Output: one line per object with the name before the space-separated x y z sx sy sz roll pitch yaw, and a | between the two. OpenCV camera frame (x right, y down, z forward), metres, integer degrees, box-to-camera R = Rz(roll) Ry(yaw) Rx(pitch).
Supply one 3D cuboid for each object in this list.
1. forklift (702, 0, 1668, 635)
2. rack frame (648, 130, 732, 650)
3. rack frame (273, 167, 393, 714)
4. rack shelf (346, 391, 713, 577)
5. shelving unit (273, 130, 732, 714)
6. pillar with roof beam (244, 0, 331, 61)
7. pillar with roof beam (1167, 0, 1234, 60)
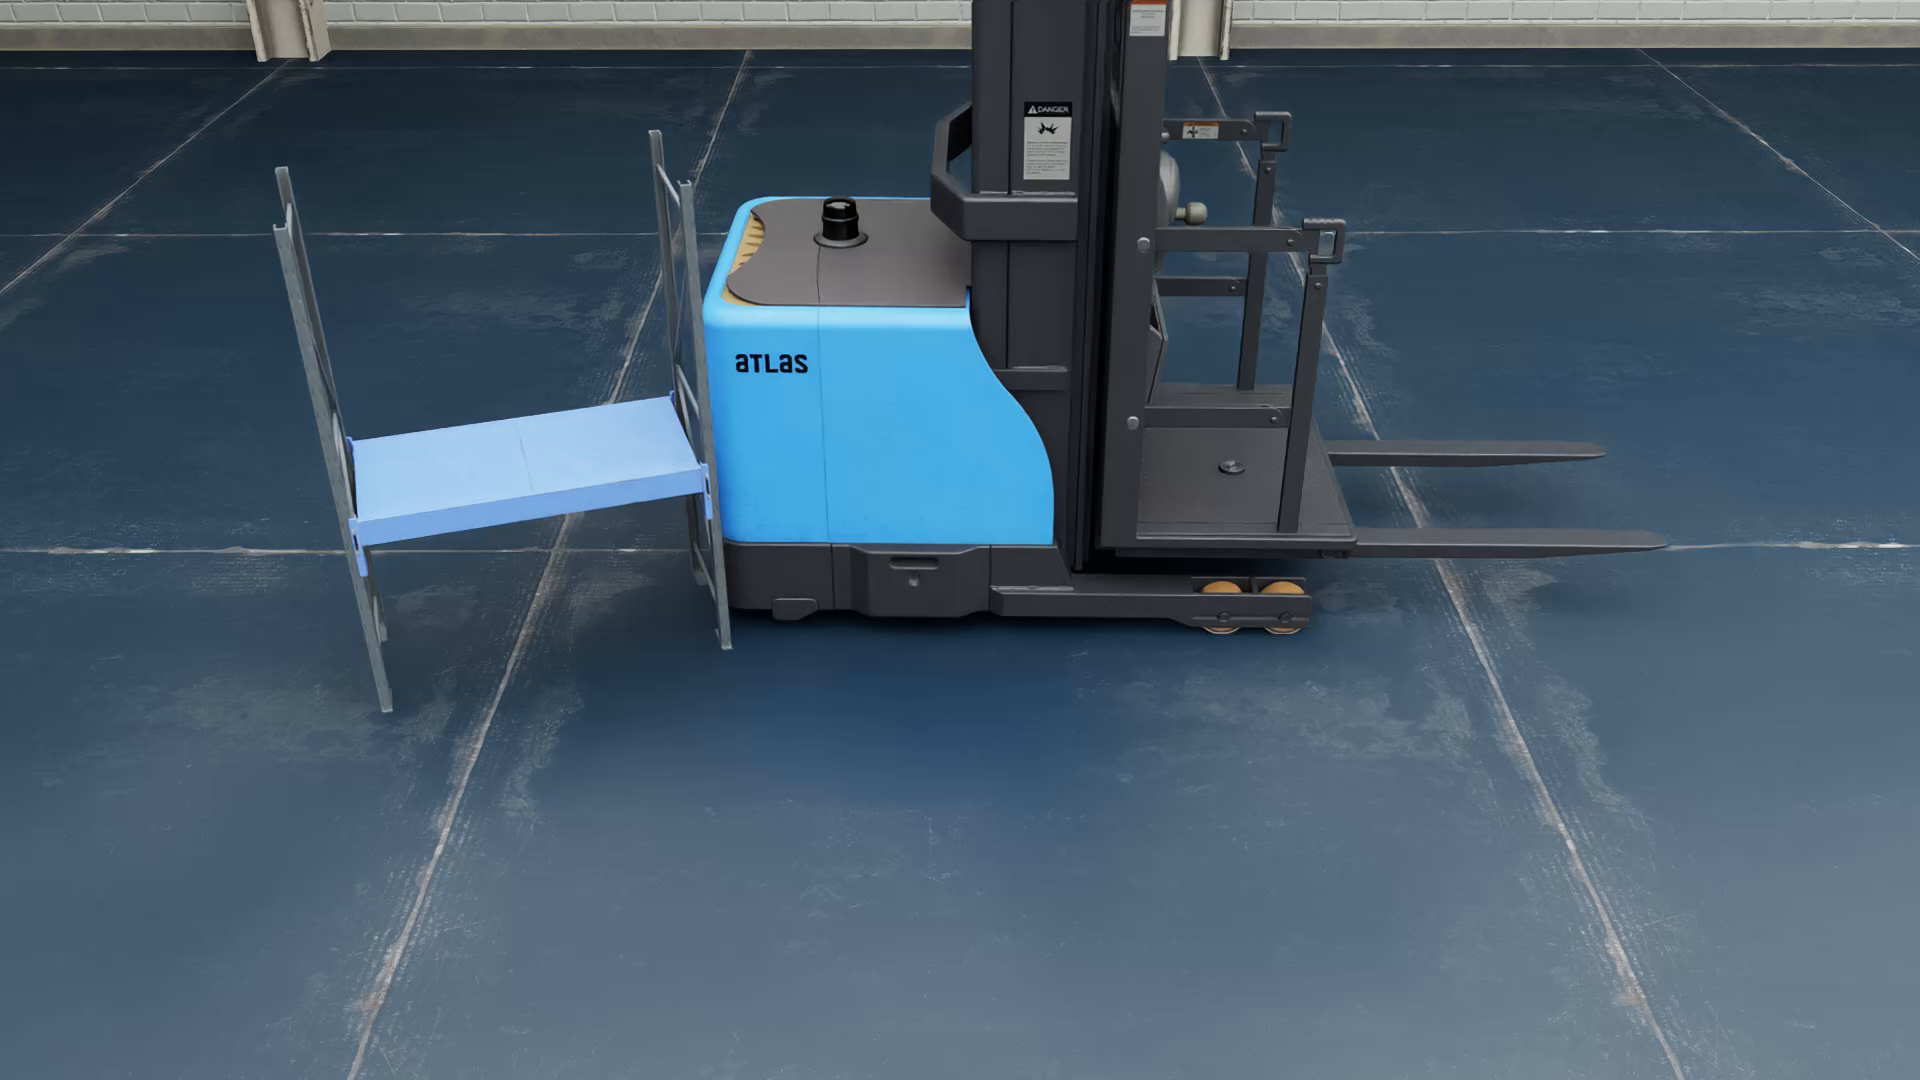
forklift | 0.747 -1.232 4.955 3.031 2.935 1.130 1 31 1
rack frame | -0.807 -0.423 5.001 0.032 1.500 0.500 -10 33 -16
rack frame | -1.770 -0.253 4.722 0.032 1.500 0.500 -10 33 -16
rack shelf | -1.288 -0.184 4.955 1.000 0.185 0.538 -10 33 -16
shelving unit | -1.288 -0.338 4.861 1.048 1.500 0.538 -10 33 -16
pillar with roof beam | -4.400 -4.845 5.060 0.400 9.000 9.100 0 31 0
pillar with roof beam | 1.600 -4.864 5.091 0.400 9.000 9.100 0 31 0
